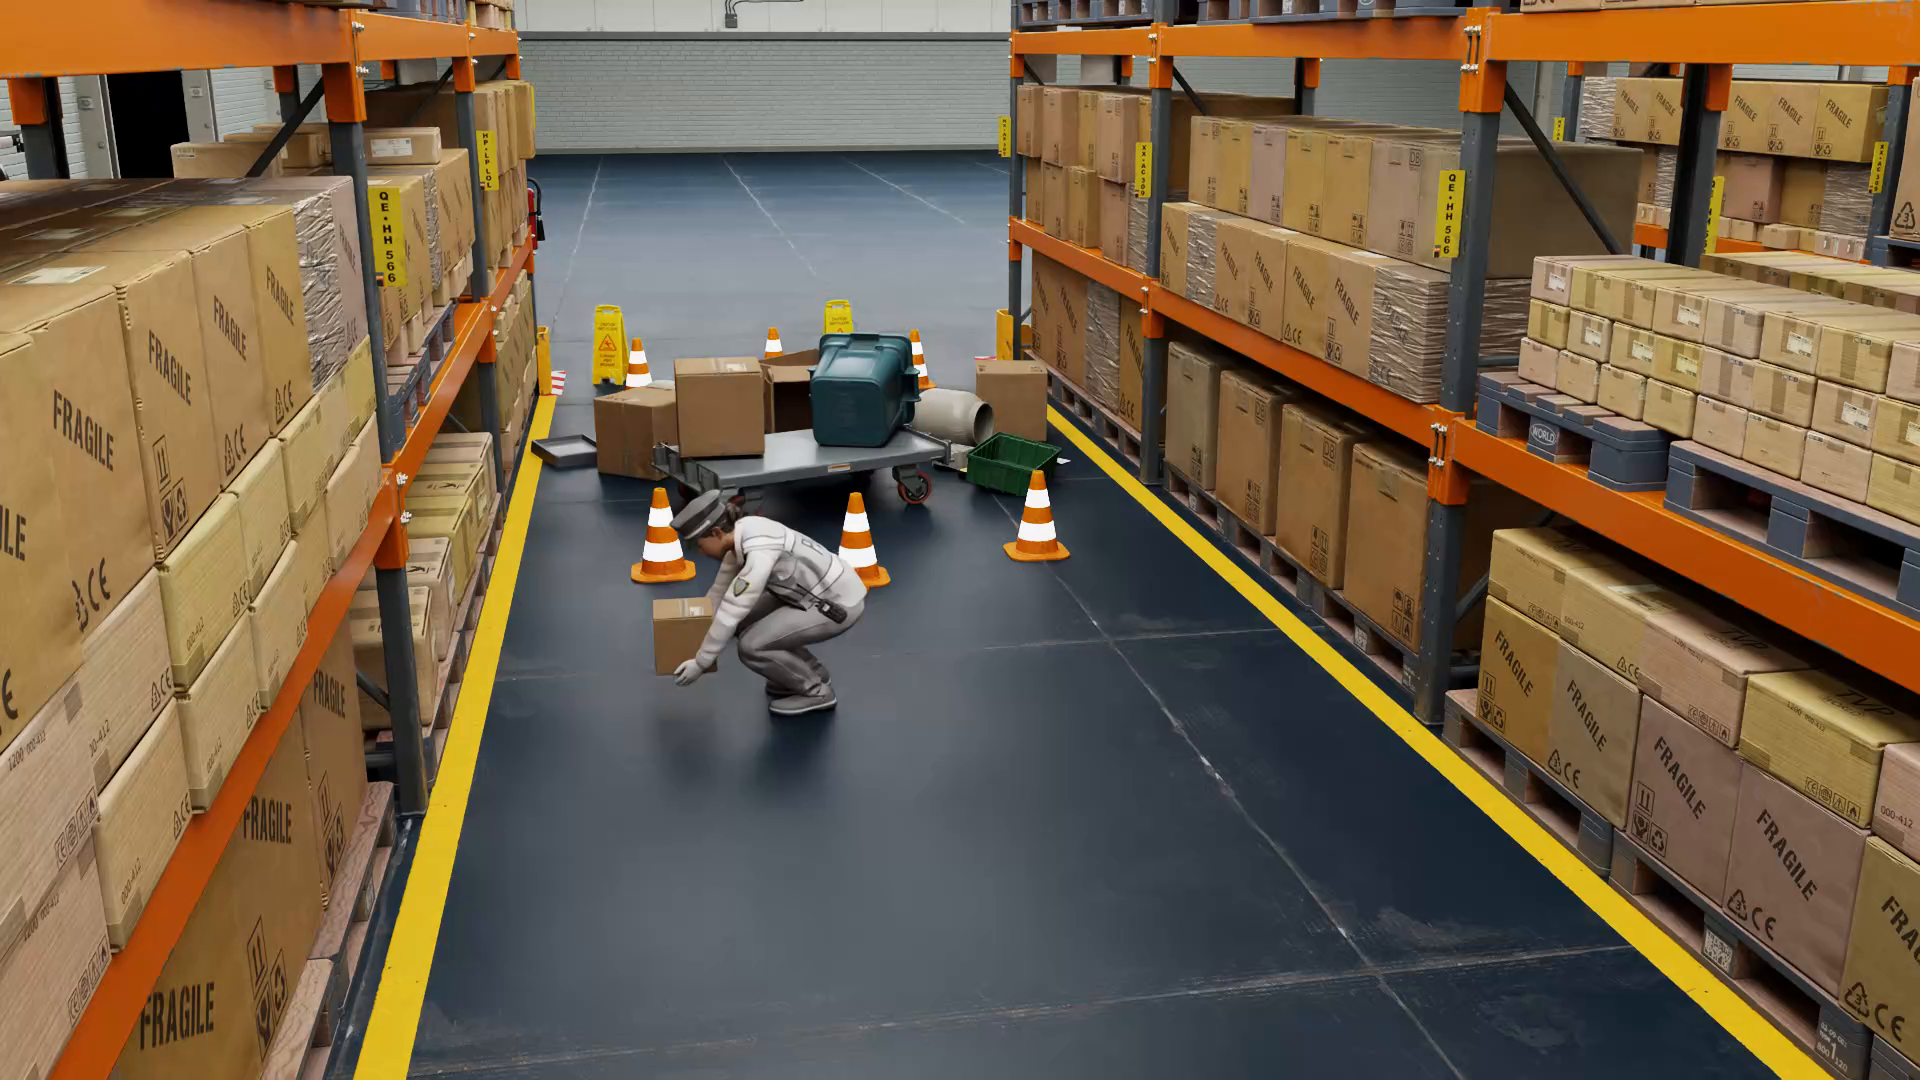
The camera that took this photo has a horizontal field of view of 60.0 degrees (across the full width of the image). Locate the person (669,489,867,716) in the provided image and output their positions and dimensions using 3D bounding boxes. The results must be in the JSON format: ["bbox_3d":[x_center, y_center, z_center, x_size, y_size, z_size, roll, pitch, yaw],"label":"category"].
[{"bbox_3d":[-0.803,0.242,6.963,0.826,0.967,0.492,-3,17,-10],"label":"person"}]
